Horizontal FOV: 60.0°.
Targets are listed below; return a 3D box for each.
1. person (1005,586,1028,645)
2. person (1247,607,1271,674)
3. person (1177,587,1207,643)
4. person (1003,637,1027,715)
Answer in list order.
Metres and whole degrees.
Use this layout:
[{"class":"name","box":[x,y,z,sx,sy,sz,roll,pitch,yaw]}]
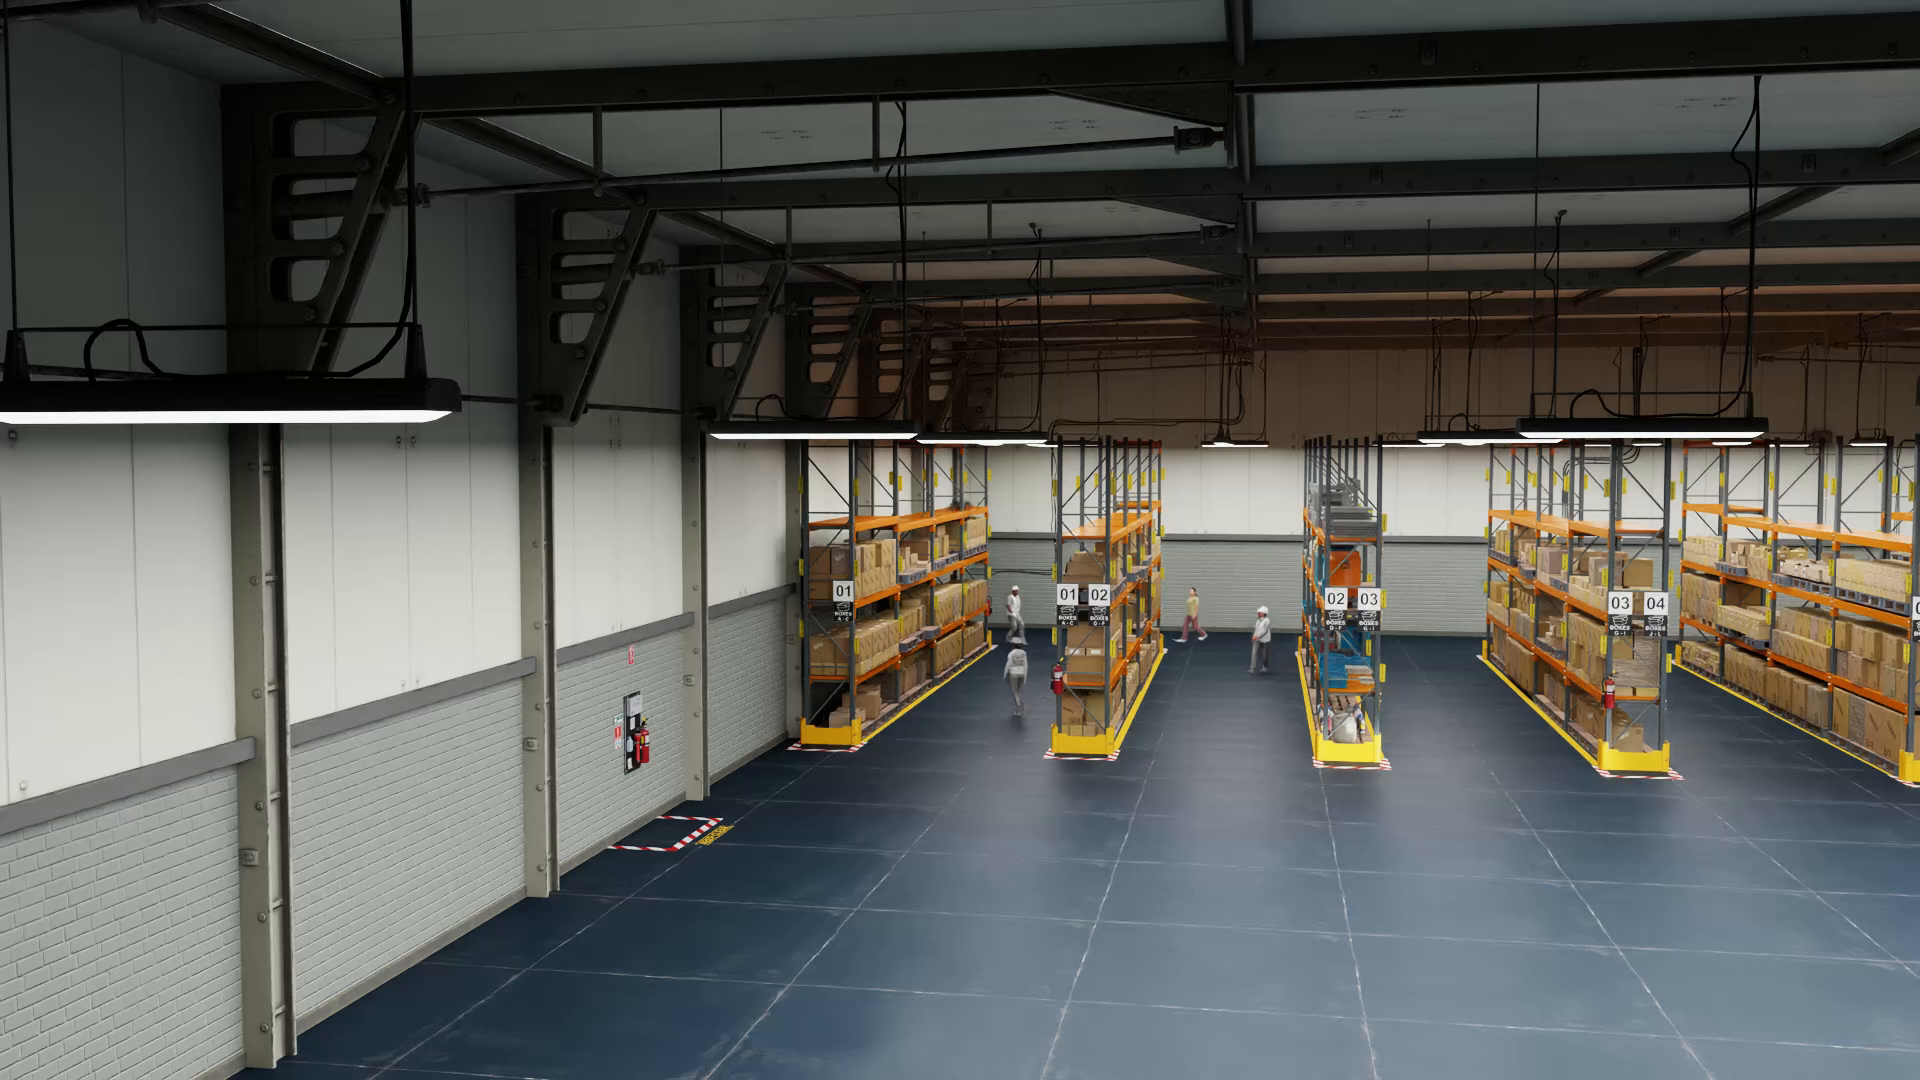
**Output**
[{"class":"person","box":[1.644,2.237,48.973,0.643,1.793,0.647,2,4,33]},{"class":"person","box":[7.683,2.550,42.357,0.478,1.714,1.041,2,4,30]},{"class":"person","box":[6.902,2.227,49.425,0.940,1.640,0.460,-2,3,-28]},{"class":"person","box":[1.195,2.958,35.817,0.497,1.737,0.462,-2,4,-35]}]
